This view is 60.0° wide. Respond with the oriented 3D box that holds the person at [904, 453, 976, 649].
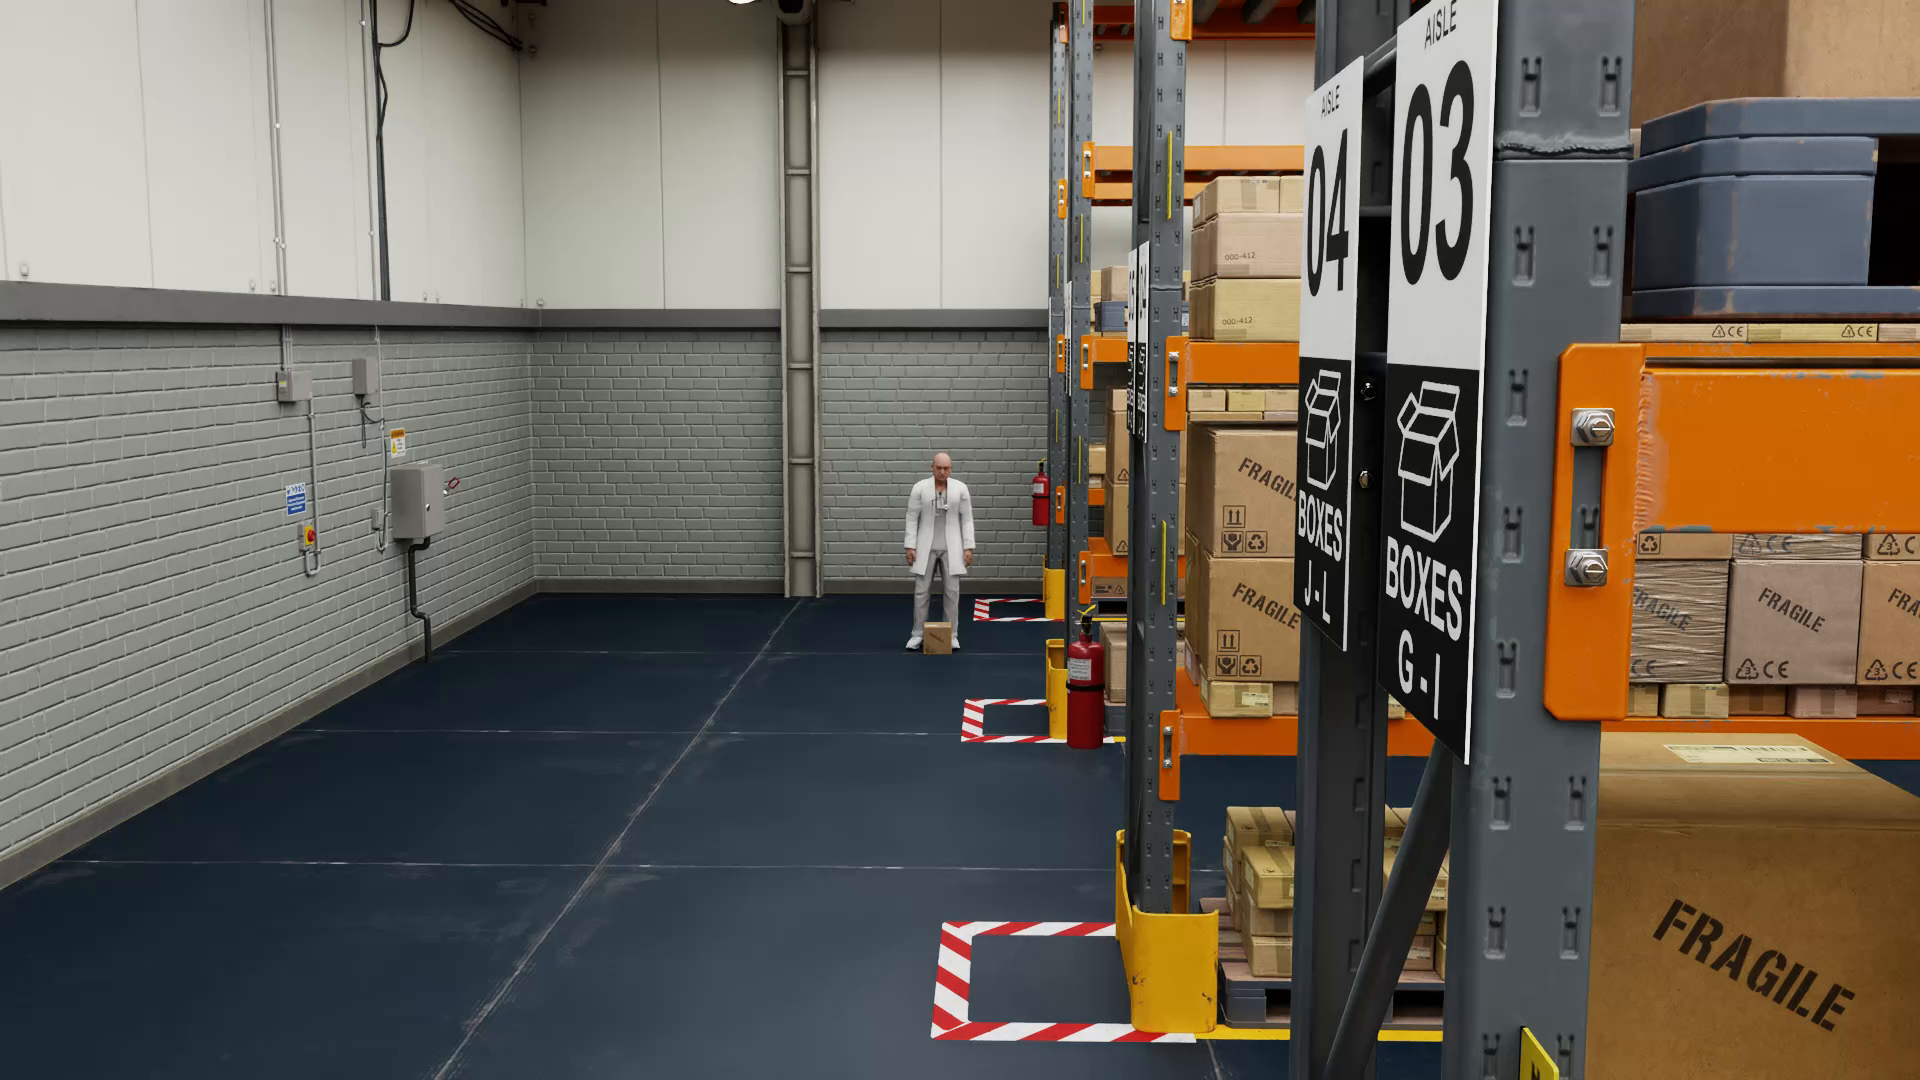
[{"bbox_3d":[-0.184,0.094,15.064,0.653,1.774,0.423,0,7,-2],"label":"person"}]
